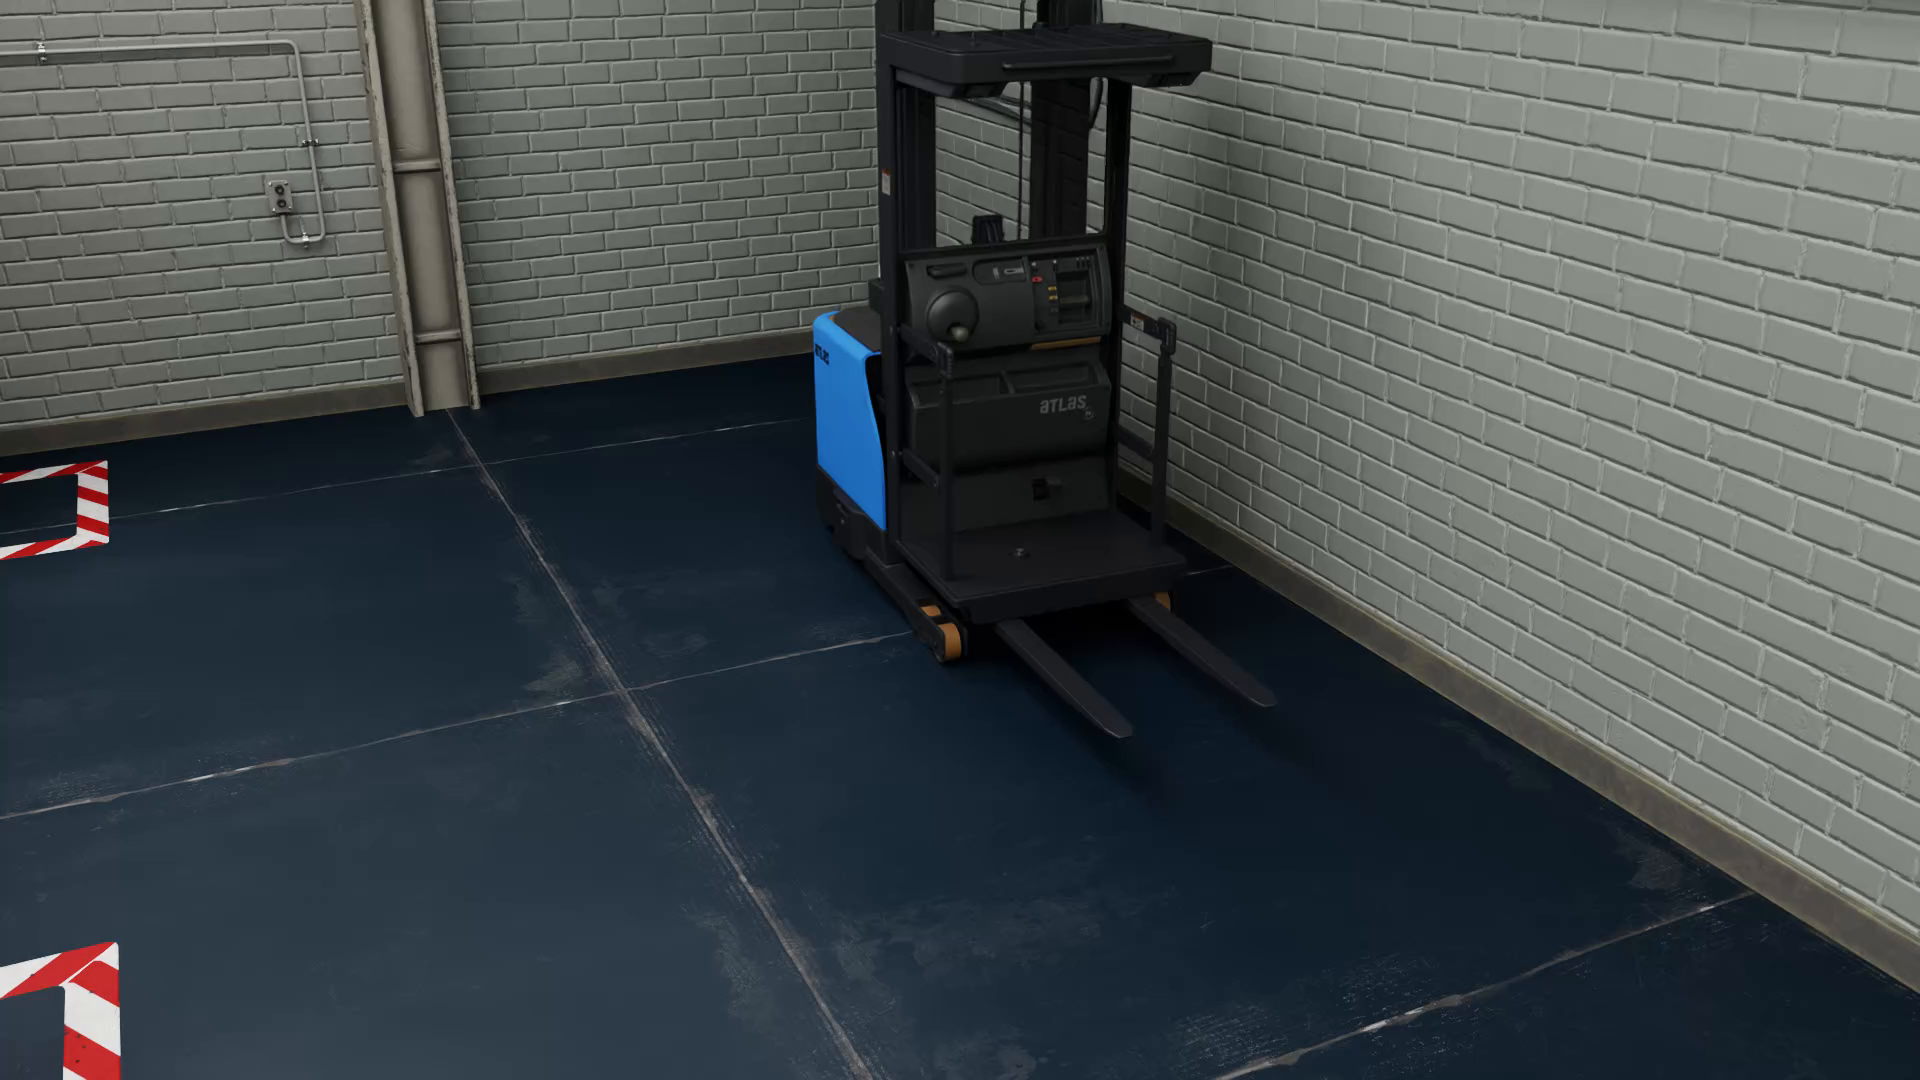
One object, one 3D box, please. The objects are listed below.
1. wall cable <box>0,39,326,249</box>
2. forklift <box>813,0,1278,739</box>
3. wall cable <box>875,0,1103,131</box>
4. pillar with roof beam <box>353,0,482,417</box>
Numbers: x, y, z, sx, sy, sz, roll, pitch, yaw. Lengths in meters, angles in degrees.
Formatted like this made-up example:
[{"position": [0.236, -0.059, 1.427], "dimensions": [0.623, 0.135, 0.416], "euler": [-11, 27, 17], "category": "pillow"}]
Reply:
[{"position": [-4.496, -2.477, 8.984], "dimensions": [1.851, 1.984, 0.084], "euler": [-10, 25, -24], "category": "wall cable"}, {"position": [0.298, -1.023, 6.890], "dimensions": [1.130, 2.935, 3.031], "euler": [-9, 24, -21], "category": "forklift"}, {"position": [0.012, -3.622, 9.293], "dimensions": [0.112, 2.526, 3.097], "euler": [-10, 25, -24], "category": "wall cable"}, {"position": [-1.315, -3.504, 4.948], "dimensions": [0.400, 9.000, 9.100], "euler": [-10, 25, -24], "category": "pillar with roof beam"}]
